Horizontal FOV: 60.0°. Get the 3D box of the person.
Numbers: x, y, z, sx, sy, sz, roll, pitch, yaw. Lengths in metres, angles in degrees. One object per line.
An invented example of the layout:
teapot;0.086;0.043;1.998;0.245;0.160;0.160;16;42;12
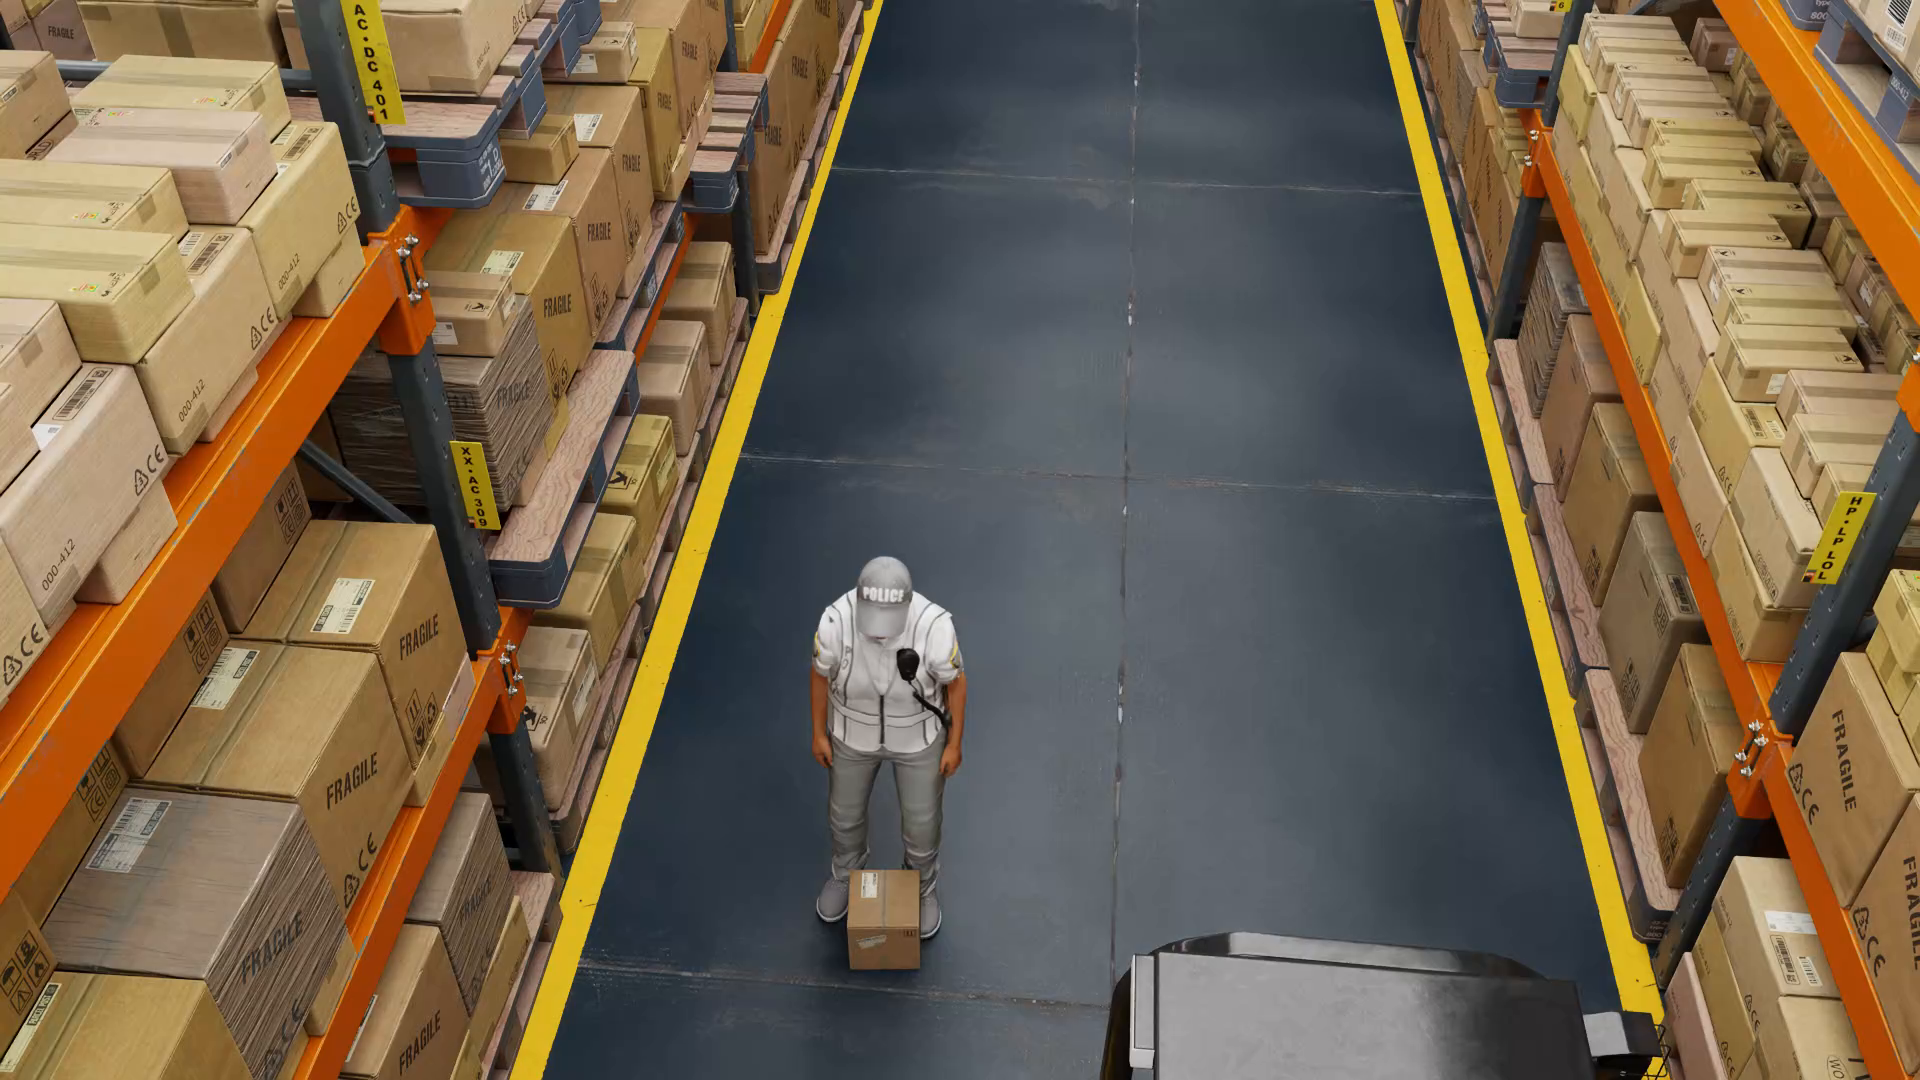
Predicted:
person;-0.252;0.674;5.649;0.538;1.666;0.465;4;40;4
